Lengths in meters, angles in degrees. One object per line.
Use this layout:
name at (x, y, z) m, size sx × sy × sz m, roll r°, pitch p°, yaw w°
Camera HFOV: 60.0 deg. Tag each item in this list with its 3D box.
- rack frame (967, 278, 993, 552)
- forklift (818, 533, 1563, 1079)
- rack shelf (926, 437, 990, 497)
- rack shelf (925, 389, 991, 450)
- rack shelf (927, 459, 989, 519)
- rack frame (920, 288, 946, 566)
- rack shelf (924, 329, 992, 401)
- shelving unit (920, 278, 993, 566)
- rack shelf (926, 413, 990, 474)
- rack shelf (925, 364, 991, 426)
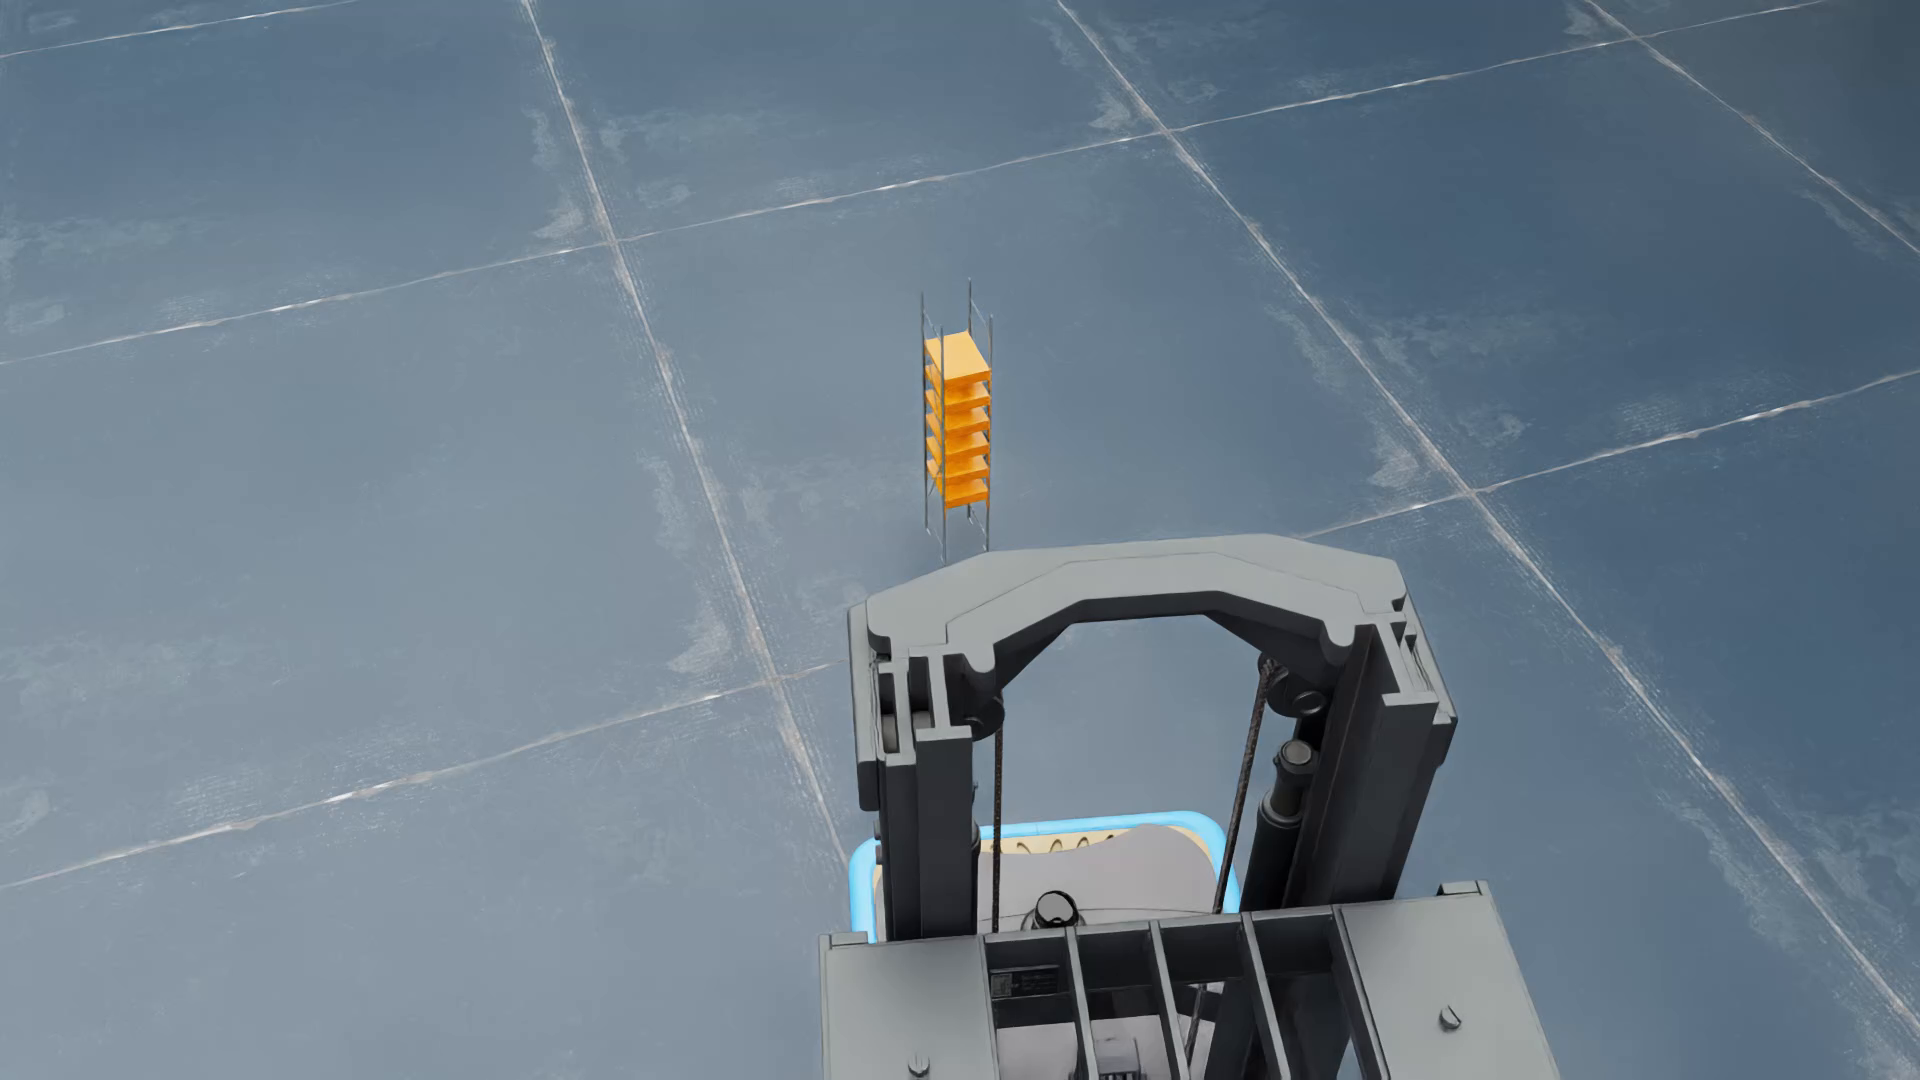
rack frame at (0.072, -0.442, 6.343) m, size 0.006 × 1.200 × 0.240 m, roll -14°, pitch 47°, yaw -14°
forklift at (0.344, 1.525, 3.161) m, size 1.130 × 2.935 × 3.031 m, roll -4°, pitch 45°, yaw -4°
rack shelf at (-0.014, -0.304, 6.438) m, size 0.180 × 0.103 × 0.258 m, roll -14°, pitch 47°, yaw -14°
rack shelf at (-0.014, -0.473, 6.268) m, size 0.180 × 0.103 × 0.258 m, roll -14°, pitch 47°, yaw -14°
rack shelf at (-0.014, -0.219, 6.523) m, size 0.180 × 0.103 × 0.258 m, roll -14°, pitch 47°, yaw -14°
rack frame at (-0.100, -0.398, 6.300) m, size 0.006 × 1.200 × 0.240 m, roll -14°, pitch 47°, yaw -14°
rack shelf at (-0.014, -0.643, 6.098) m, size 0.180 × 0.103 × 0.258 m, roll -14°, pitch 47°, yaw -14°
shelving unit at (-0.014, -0.420, 6.322) m, size 0.189 × 1.200 × 0.258 m, roll -14°, pitch 47°, yaw -14°
rack shelf at (-0.014, -0.389, 6.353) m, size 0.180 × 0.103 × 0.258 m, roll -14°, pitch 47°, yaw -14°
rack shelf at (-0.014, -0.558, 6.183) m, size 0.180 × 0.103 × 0.258 m, roll -14°, pitch 47°, yaw -14°
